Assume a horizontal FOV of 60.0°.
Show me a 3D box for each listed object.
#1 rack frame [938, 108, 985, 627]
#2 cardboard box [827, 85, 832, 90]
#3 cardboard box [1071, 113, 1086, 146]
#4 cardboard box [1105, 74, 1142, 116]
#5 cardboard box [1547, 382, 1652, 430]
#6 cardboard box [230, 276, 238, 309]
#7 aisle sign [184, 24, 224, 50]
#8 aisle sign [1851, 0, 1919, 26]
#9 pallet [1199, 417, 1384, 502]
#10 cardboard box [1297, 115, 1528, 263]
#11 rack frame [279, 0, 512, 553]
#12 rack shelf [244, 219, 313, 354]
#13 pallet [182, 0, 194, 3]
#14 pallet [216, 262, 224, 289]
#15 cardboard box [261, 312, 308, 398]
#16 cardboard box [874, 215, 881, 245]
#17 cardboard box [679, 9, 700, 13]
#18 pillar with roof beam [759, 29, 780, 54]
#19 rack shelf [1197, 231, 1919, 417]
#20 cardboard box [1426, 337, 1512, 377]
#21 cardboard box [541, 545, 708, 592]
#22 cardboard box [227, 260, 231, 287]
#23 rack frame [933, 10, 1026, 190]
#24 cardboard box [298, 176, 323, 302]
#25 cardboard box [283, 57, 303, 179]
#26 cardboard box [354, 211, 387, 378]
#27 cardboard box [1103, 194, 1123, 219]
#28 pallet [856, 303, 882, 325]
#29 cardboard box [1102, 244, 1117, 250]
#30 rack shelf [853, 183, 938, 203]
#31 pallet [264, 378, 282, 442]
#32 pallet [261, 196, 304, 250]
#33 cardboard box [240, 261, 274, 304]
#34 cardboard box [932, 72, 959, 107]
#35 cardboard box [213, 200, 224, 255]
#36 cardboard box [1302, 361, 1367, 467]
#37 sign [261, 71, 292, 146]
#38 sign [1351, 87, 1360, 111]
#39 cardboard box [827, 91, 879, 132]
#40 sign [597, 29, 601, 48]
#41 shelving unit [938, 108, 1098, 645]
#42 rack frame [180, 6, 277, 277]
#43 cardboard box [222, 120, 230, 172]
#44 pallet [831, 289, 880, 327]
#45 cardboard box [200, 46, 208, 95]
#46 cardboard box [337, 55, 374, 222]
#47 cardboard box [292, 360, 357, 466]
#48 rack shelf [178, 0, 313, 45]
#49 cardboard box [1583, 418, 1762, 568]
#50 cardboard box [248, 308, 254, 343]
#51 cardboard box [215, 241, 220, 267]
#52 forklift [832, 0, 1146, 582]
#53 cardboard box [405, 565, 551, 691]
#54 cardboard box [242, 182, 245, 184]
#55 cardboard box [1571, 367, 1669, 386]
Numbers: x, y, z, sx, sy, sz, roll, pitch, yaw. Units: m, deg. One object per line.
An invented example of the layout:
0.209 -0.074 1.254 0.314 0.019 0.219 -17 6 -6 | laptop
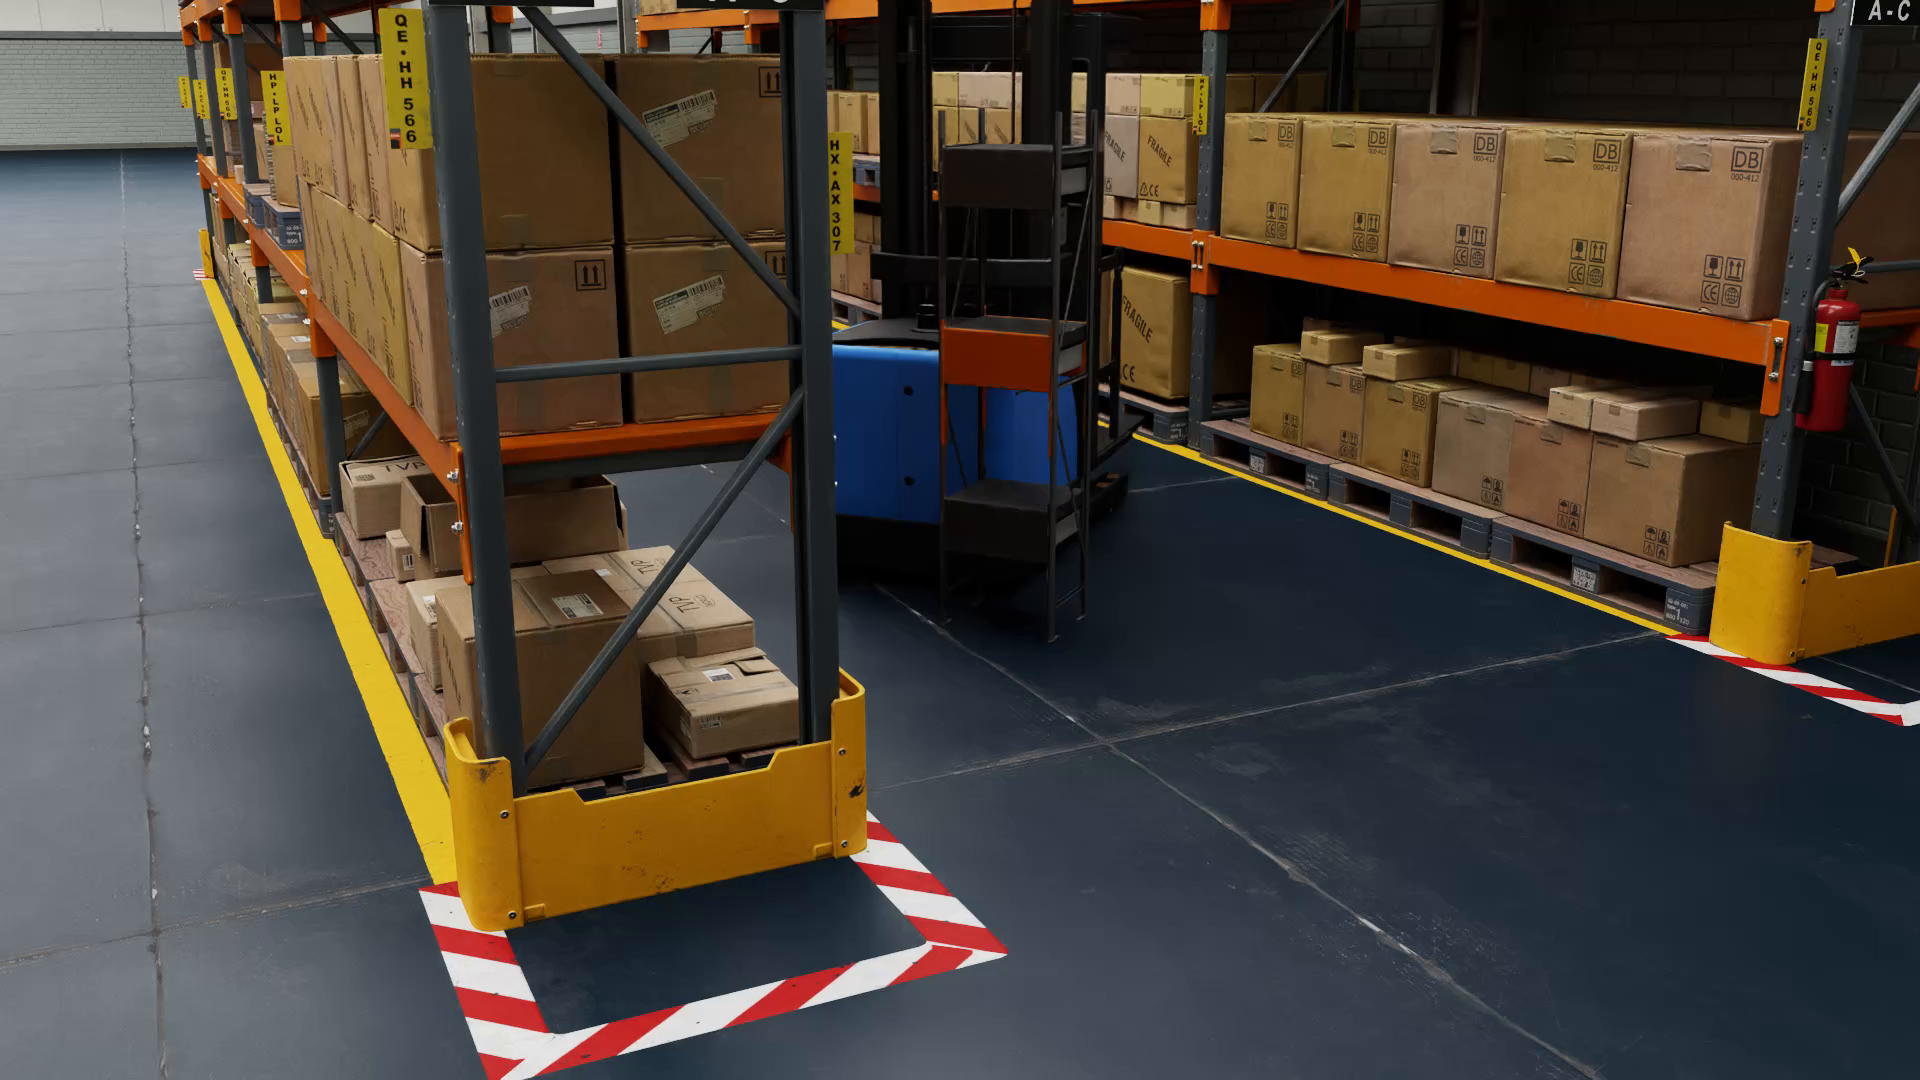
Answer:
0.009 -0.693 6.858 0.015 2.100 0.400 8 18 25 | rack frame
-1.650 -4.477 17.290 0.500 0.500 0.500 -8 18 -26 | cardboard box
1.000 -2.589 11.079 0.500 0.500 0.500 -8 18 -25 | cardboard box
1.223 -2.828 10.550 0.500 0.250 0.500 -7 18 -24 | cardboard box
2.896 -0.609 7.528 0.380 0.149 0.250 -7 17 -23 | cardboard box
-6.129 -2.188 14.661 0.500 0.250 0.500 -8 18 -26 | cardboard box
-8.139 -5.658 17.818 0.394 0.787 0.004 -8 18 -25 | aisle sign
3.387 -2.257 5.966 0.394 0.787 0.004 -8 18 -25 | aisle sign
2.136 -0.515 9.664 1.003 0.211 1.213 -8 18 -25 | pallet
2.411 -1.880 8.819 0.980 0.700 0.700 -8 18 -26 | cardboard box
-2.578 -1.454 7.880 1.000 3.000 0.127 -8 18 -25 | rack frame
-3.454 -1.604 9.707 1.077 0.370 4.000 -8 18 -25 | rack shelf
-7.010 -5.348 16.170 1.003 0.211 1.213 -8 18 -25 | pallet
-7.463 -2.905 17.990 1.003 0.211 1.213 -8 18 -25 | pallet
-4.154 -1.179 10.657 0.500 0.500 0.500 -8 18 -27 | cardboard box
-0.435 -2.737 14.725 0.500 0.250 0.500 -7 18 -24 | cardboard box
-2.774 -6.020 18.133 0.500 0.500 0.500 -6 17 -21 | cardboard box
-6.169 -7.324 17.457 9.100 9.000 0.400 -8 18 -25 | pillar with roof beam
2.749 -1.212 8.340 1.077 0.370 4.000 -8 18 -25 | rack shelf
2.682 -0.970 8.786 0.380 0.149 0.250 -7 18 -24 | cardboard box
-1.247 0.231 6.196 0.500 0.250 0.500 -8 18 -25 | cardboard box
-6.693 -2.532 15.859 0.500 0.250 0.500 -8 18 -25 | cardboard box
0.121 -3.046 13.425 1.000 3.000 0.127 -8 18 -25 | rack frame
-2.600 -1.343 7.311 0.500 0.500 0.500 -7 17 -23 | cardboard box
-2.625 -1.832 7.203 0.500 0.500 0.500 -7 17 -23 | cardboard box
-1.711 -0.841 5.563 0.500 0.500 0.500 -8 18 -24 | cardboard box
1.097 -2.180 10.828 0.380 0.149 0.250 -8 18 -25 | cardboard box
-0.220 -1.899 14.486 1.003 0.211 1.213 -8 18 -25 | pallet
0.703 -1.798 12.214 0.750 0.750 0.750 -8 18 -25 | cardboard box
-0.755 -3.196 15.253 1.077 0.370 4.000 -8 18 -25 | rack shelf
-4.037 -0.916 11.060 1.003 0.211 1.213 -8 18 -25 | pallet
-3.474 -1.872 9.684 1.003 0.211 1.213 -8 18 -25 | pallet
-5.451 -2.074 13.247 0.500 0.311 0.500 -7 17 -23 | cardboard box
0.101 -3.456 12.739 0.500 0.250 0.500 -7 18 -24 | cardboard box
-7.145 -3.138 16.612 0.500 0.500 0.500 -8 18 -25 | cardboard box
2.326 -0.731 9.131 0.700 0.500 0.500 -8 18 -25 | cardboard box
-3.075 -1.943 7.483 0.100 0.325 0.005 -8 18 -25 | sign
2.372 -2.575 10.074 0.100 0.325 0.005 -8 18 -25 | sign
-0.884 -3.868 15.311 0.700 0.500 0.500 -5 17 -17 | cardboard box
-5.890 -8.194 27.162 0.001 0.298 0.199 -8 18 -25 | sign
0.229 -0.663 6.755 0.503 2.100 0.431 8 18 25 | shelving unit
-7.835 -4.430 18.249 1.000 3.000 0.127 -8 18 -25 | rack frame
-6.520 -3.725 15.612 0.700 0.500 0.500 -8 18 -25 | cardboard box
-0.751 -2.201 15.539 1.003 0.211 1.213 -8 18 -25 | pallet
-7.619 -4.971 17.601 0.700 0.500 0.500 -8 18 -25 | cardboard box
-1.721 -1.321 5.423 0.500 0.500 0.500 -7 17 -23 | cardboard box
-3.261 -0.675 8.900 0.500 0.500 0.500 -8 18 -25 | cardboard box
-6.959 -5.030 16.206 1.077 0.370 4.000 -8 18 -25 | rack shelf
3.229 -0.224 7.363 0.700 0.500 0.500 -8 18 -25 | cardboard box
-5.227 -1.680 12.889 0.500 0.250 0.500 -7 18 -24 | cardboard box
-7.578 -3.026 17.582 0.500 0.250 0.500 -8 18 -25 | cardboard box
0.261 -1.585 8.459 1.130 2.935 3.031 6 17 20 | forklift
-1.675 0.304 5.942 0.500 0.250 0.500 -8 18 -25 | cardboard box
-4.973 -2.515 12.032 0.380 0.149 0.250 -8 18 -25 | cardboard box
3.132 -0.716 7.903 0.380 0.149 0.250 -7 18 -24 | cardboard box
